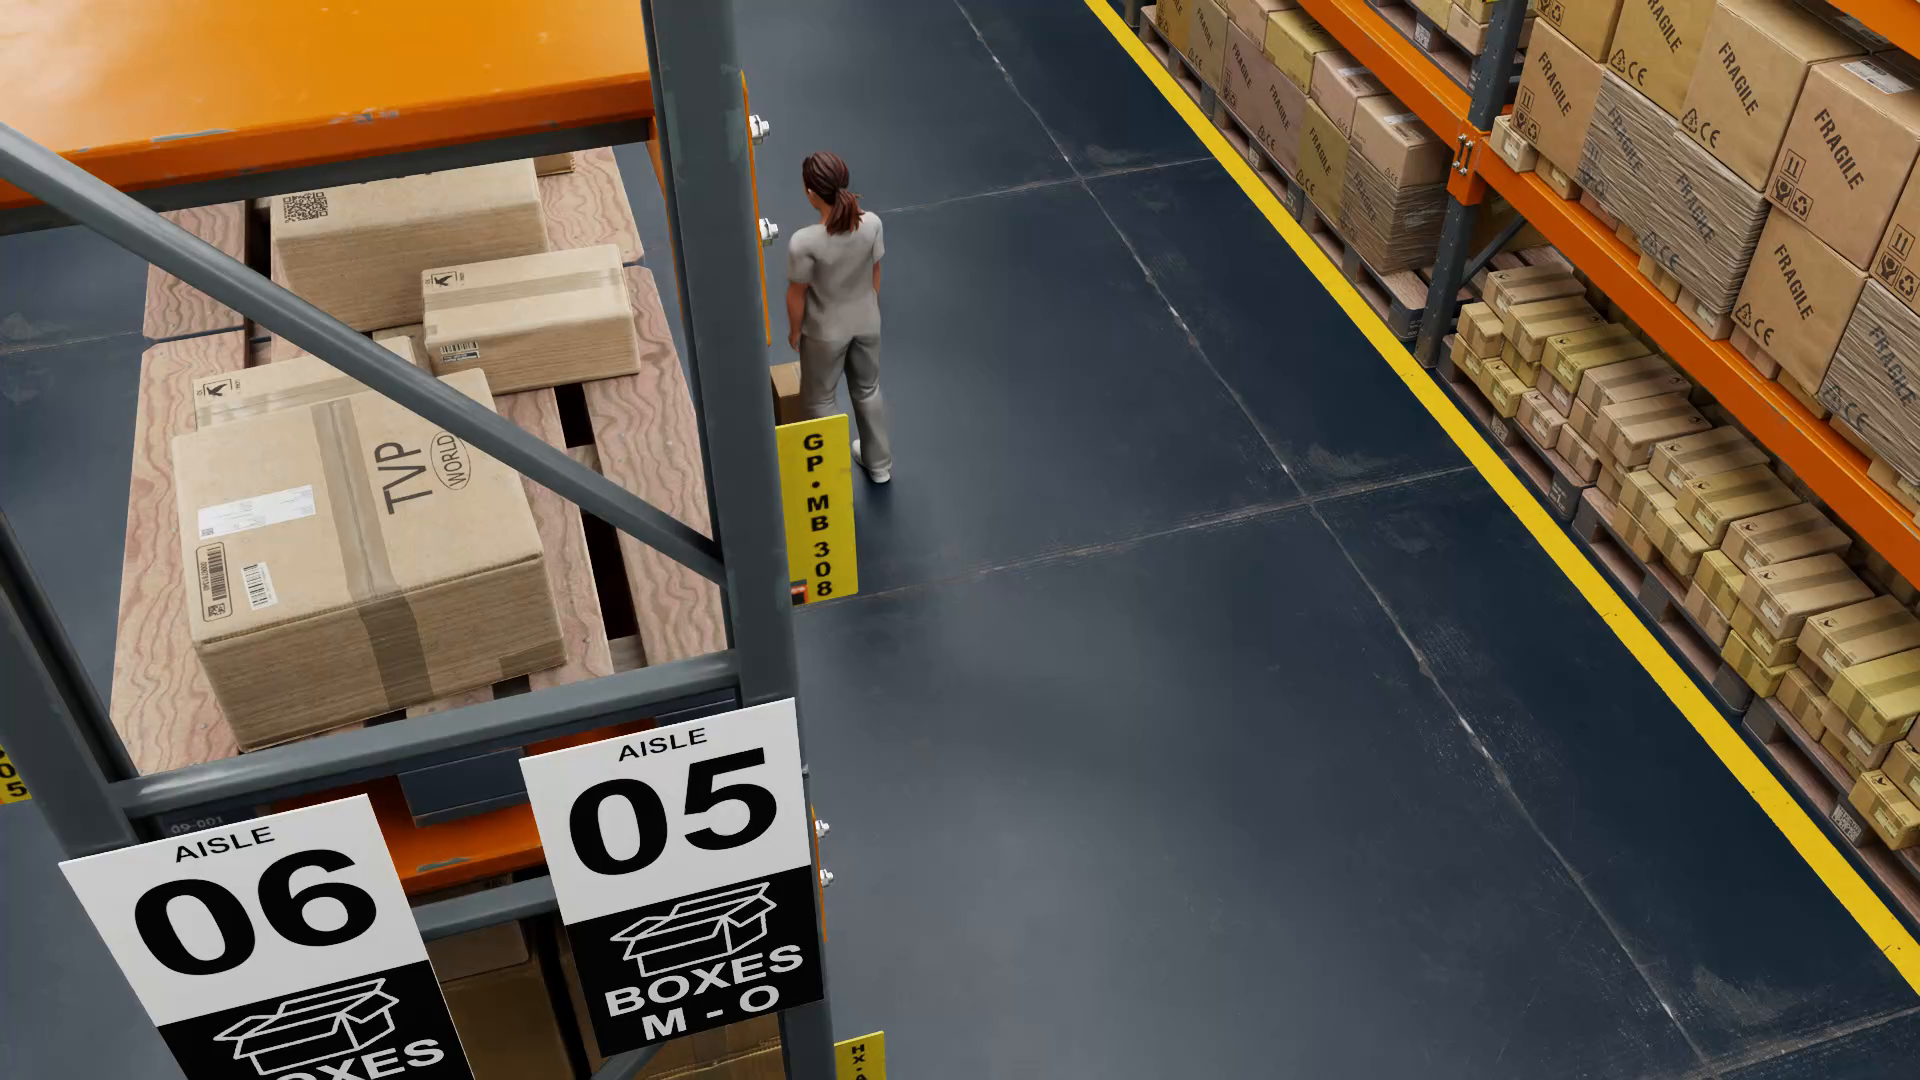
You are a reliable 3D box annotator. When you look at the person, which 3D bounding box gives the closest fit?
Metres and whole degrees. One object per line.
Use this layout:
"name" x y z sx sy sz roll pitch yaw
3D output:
"person" -0.524 -0.903 7.159 0.444 1.669 0.358 -21 46 -21
